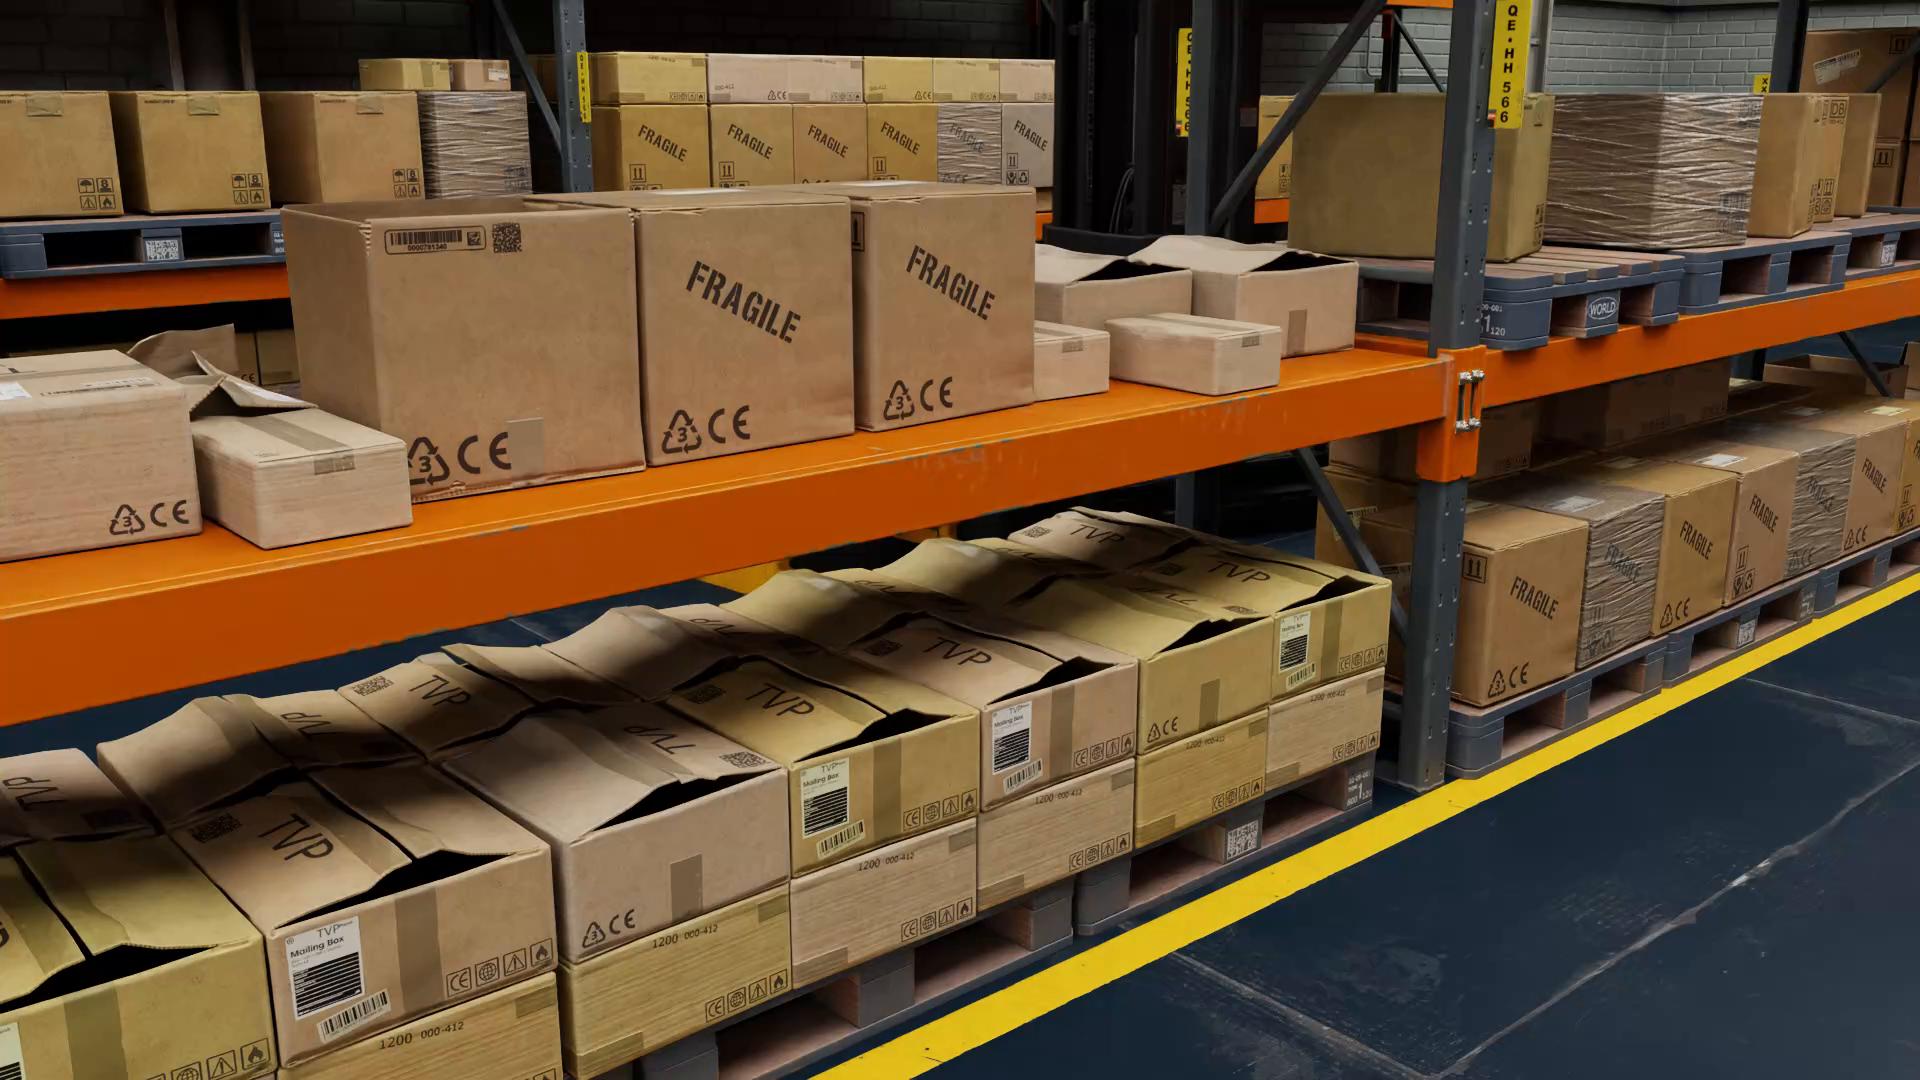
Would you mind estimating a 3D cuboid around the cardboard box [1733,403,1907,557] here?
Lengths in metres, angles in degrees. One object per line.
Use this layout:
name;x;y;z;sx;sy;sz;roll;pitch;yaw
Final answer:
cardboard box;3.534;-0.260;6.903;0.500;0.500;0.500;-13;19;-39

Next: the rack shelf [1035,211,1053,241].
rack shelf;-0.667;-1.754;9.899;4.000;0.370;1.077;-13;19;-39

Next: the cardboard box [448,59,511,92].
cardboard box;-2.416;-2.273;8.143;0.380;0.149;0.250;13;20;40

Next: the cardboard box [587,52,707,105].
cardboard box;-1.642;-2.358;8.505;0.500;0.250;0.500;-12;19;-38

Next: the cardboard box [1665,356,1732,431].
cardboard box;2.817;-0.640;6.872;0.500;0.250;0.500;-13;19;-39

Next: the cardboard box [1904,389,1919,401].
cardboard box;4.906;-0.669;8.800;0.500;0.311;0.500;-13;19;-39

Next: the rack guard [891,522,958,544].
rack guard;-0.245;-0.103;7.651;0.587;0.250;0.087;14;20;41

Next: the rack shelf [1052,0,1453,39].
rack shelf;2.351;-3.881;12.048;4.000;0.370;1.077;-13;19;-39

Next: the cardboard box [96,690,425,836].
cardboard box;-1.433;0.519;3.421;0.500;0.311;0.500;-12;19;-38

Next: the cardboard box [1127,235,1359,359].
cardboard box;0.776;-0.703;4.742;0.500;0.311;0.500;-11;19;-36

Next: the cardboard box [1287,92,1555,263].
cardboard box;1.480;-1.179;5.344;0.700;0.500;0.500;8;17;28

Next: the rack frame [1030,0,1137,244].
rack frame;0.842;-2.441;11.074;0.127;3.000;1.000;-13;19;-39

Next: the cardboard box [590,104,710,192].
cardboard box;-1.641;-1.997;8.605;0.500;0.500;0.500;-12;19;-38

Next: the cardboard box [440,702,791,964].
cardboard box;-0.693;0.540;3.344;0.500;0.311;0.500;-14;20;-41

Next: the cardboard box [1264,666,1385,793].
cardboard box;0.842;0.463;4.719;0.500;0.250;0.500;-12;19;-38

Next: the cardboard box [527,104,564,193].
cardboard box;-1.992;-2.096;8.975;0.500;0.500;0.500;-12;19;-39

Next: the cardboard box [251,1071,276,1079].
cardboard box;-1.472;0.984;2.768;0.500;0.250;0.500;-13;20;-41

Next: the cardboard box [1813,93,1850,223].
cardboard box;3.115;-1.562;6.779;0.500;0.500;0.700;-9;17;-31

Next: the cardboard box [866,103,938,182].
cardboard box;-0.477;-2.258;9.580;0.500;0.500;0.500;-12;19;-38

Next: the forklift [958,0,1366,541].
forklift;1.259;-1.578;7.979;3.031;2.935;1.130;-7;17;-25

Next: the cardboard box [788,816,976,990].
cardboard box;-0.312;0.723;3.744;0.500;0.250;0.500;-12;19;-38

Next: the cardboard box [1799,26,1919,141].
cardboard box;4.308;-2.144;7.834;0.500;0.500;0.500;-13;19;-39

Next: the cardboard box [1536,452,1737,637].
cardboard box;2.383;0.001;5.926;0.500;0.500;0.500;-13;20;-40

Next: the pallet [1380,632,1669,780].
pallet;1.667;0.429;5.735;1.213;0.211;1.003;-13;19;-39

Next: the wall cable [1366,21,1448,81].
wall cable;4.204;-4.010;14.981;1.851;1.984;0.084;-13;19;-39

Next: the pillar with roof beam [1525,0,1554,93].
pillar with roof beam;8.154;-5.804;12.042;0.400;9.000;9.100;-13;19;-39

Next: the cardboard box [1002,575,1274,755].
cardboard box;0.458;0.281;4.312;0.500;0.311;0.500;-13;20;-40

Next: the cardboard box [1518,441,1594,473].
cardboard box;2.021;-0.096;6.287;0.500;0.500;0.500;-14;20;-41

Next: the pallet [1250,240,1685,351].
pallet;1.544;-0.835;5.435;1.003;0.211;1.213;-13;19;-39

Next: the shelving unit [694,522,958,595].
shelving unit;-0.586;-0.613;7.140;0.587;1.500;1.083;14;20;41

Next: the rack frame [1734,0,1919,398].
rack frame;4.096;-1.477;7.466;0.127;3.000;1.000;-13;19;-39

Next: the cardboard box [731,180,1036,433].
cardboard box;-0.176;-0.560;3.840;0.500;0.500;0.500;-14;20;-42

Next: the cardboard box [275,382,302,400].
cardboard box;-3.150;-0.571;8.067;0.500;0.500;0.700;-13;20;-39

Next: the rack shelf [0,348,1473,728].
rack shelf;-0.430;-0.113;3.754;4.000;0.370;1.077;-13;19;-39

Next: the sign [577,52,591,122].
sign;-1.812;-2.180;8.009;0.005;0.325;0.100;-13;19;-39

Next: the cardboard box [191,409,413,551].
cardboard box;-1.136;-0.110;2.838;0.250;0.149;0.380;-13;19;-39

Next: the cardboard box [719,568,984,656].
cardboard box;-0.286;0.264;4.378;0.500;0.311;0.500;-13;20;-41

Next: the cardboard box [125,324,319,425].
cardboard box;-1.396;-0.241;3.101;0.258;0.266;0.396;-13;20;-41

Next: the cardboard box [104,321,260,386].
cardboard box;-3.541;-0.826;7.566;0.500;0.250;0.500;-13;20;-40

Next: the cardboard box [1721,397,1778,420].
cardboard box;3.176;-0.355;7.256;0.500;0.500;0.500;-12;19;-39

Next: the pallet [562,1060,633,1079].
pallet;-1.408;1.093;3.248;1.213;0.211;1.003;-13;19;-39

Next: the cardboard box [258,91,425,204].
cardboard box;-2.928;-1.842;7.788;0.700;0.500;0.500;14;20;42

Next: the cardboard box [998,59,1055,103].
cardboard box;0.265;-2.791;10.124;0.500;0.250;0.500;-12;19;-38
